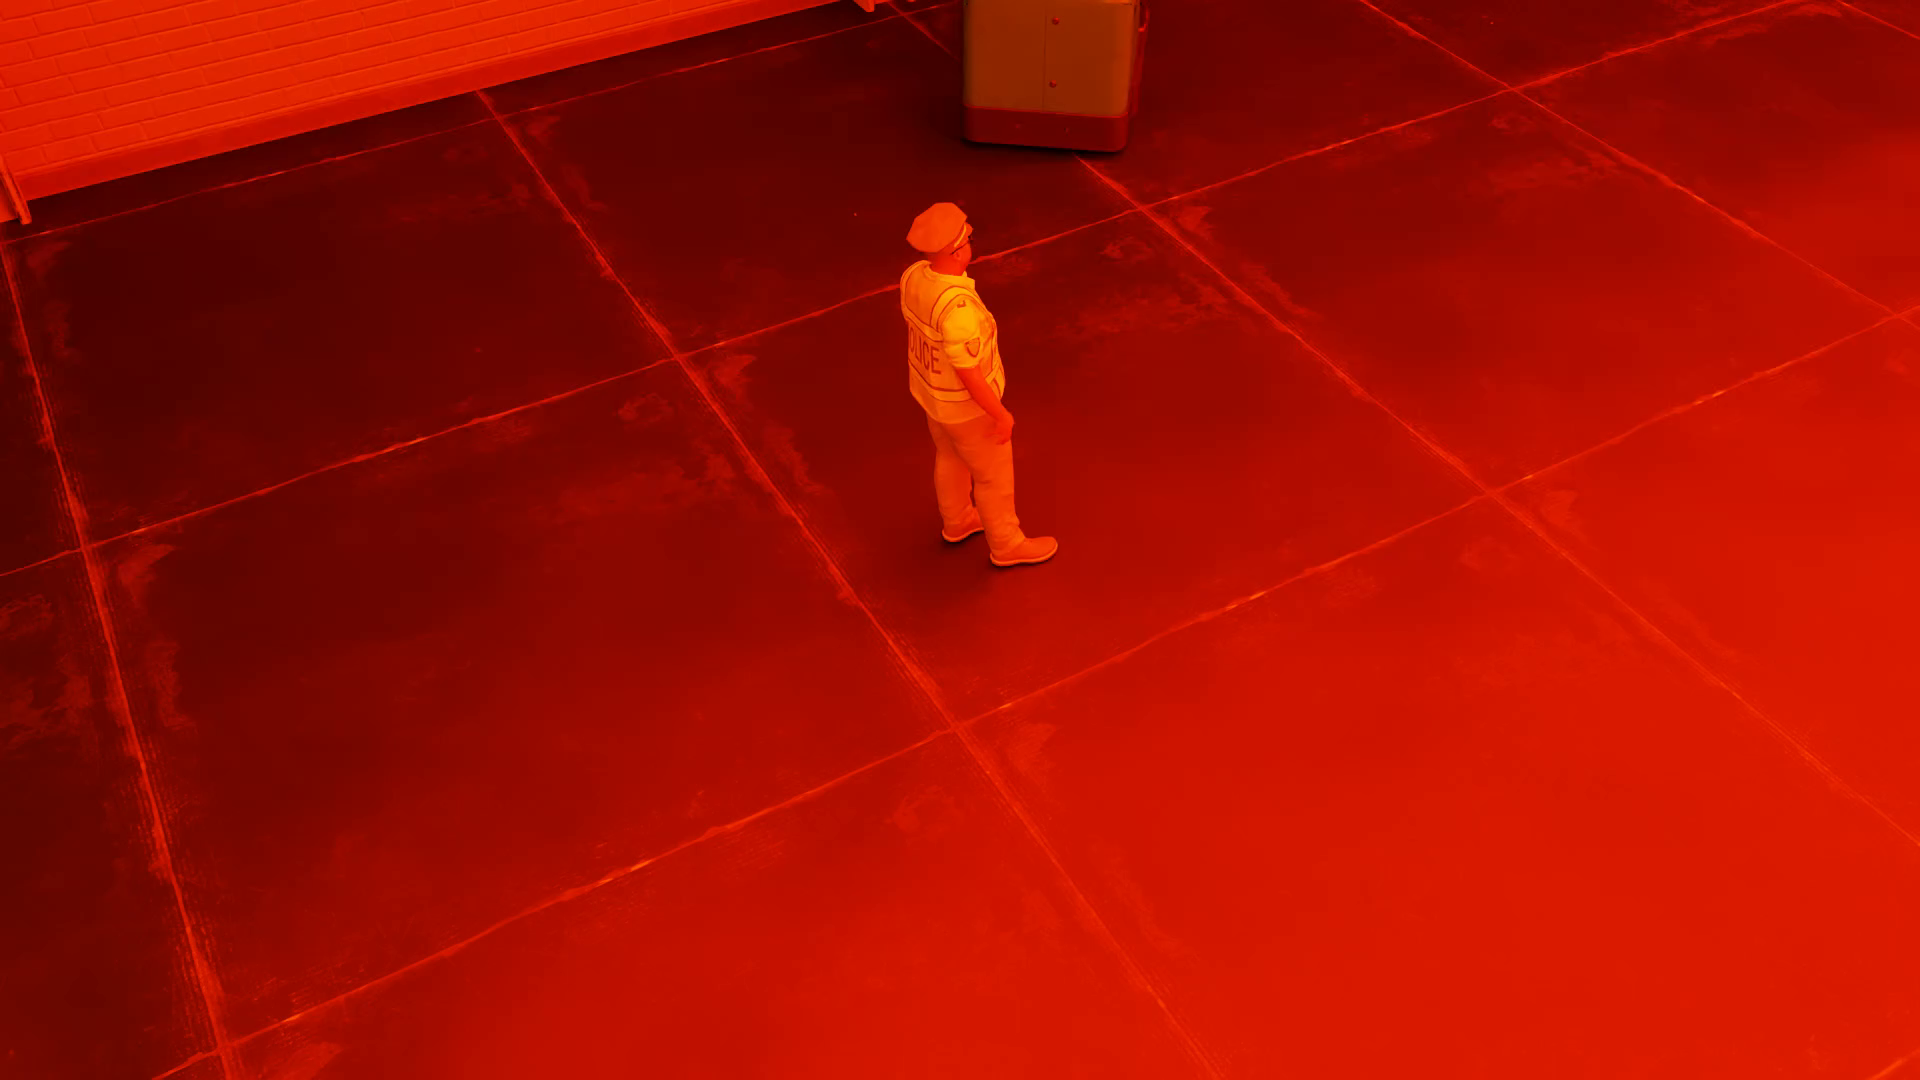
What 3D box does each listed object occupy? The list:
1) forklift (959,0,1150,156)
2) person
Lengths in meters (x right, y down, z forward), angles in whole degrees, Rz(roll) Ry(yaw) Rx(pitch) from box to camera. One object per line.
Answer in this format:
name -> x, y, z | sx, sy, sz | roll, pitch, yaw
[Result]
forklift -> 0.725, -4.464, 10.511 | 1.130, 2.935, 3.031 | 6, 43, 6
person -> 0.073, -0.677, 7.264 | 0.575, 1.778, 0.640 | -21, 47, -21
